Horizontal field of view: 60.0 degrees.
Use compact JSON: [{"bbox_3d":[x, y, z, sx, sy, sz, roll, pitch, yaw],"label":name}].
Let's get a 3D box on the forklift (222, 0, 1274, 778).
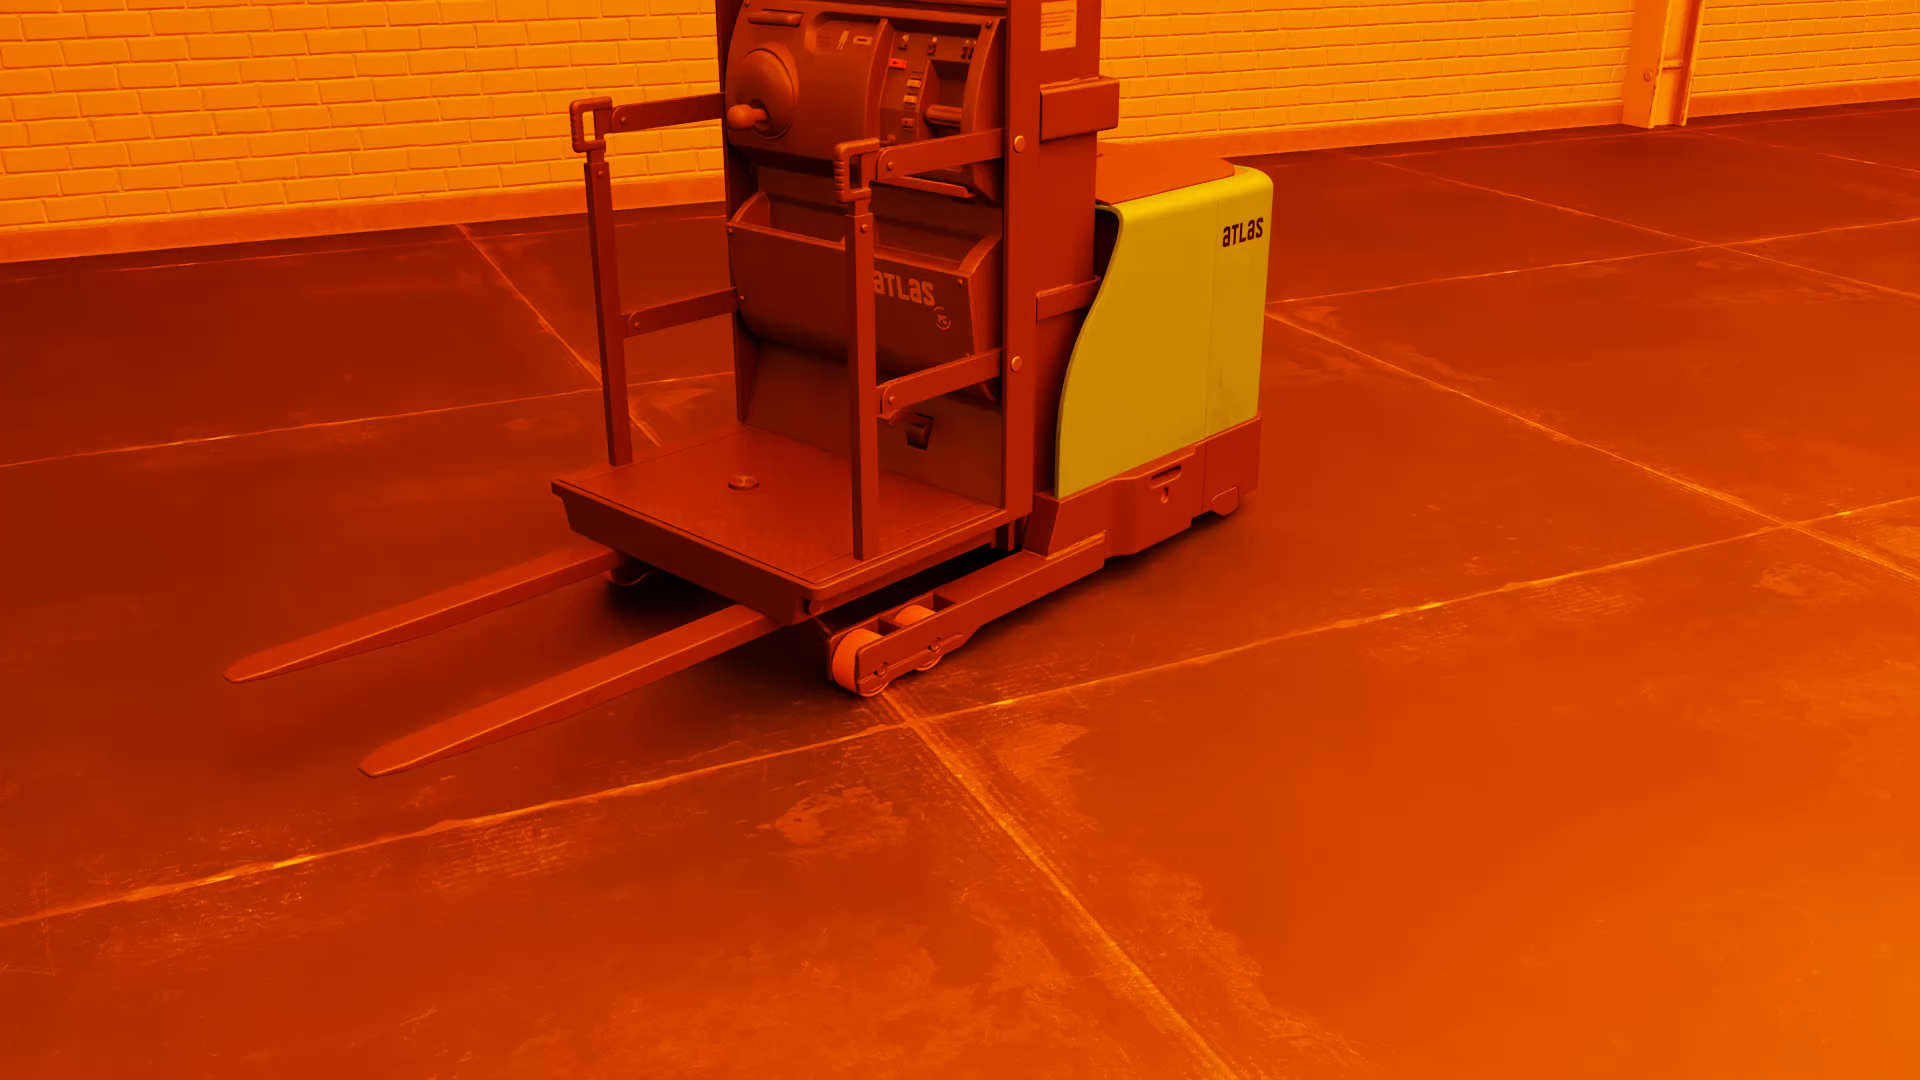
[{"bbox_3d":[-0.413,-1.182,4.131,1.130,2.935,3.031,19,29,39],"label":"forklift"}]
